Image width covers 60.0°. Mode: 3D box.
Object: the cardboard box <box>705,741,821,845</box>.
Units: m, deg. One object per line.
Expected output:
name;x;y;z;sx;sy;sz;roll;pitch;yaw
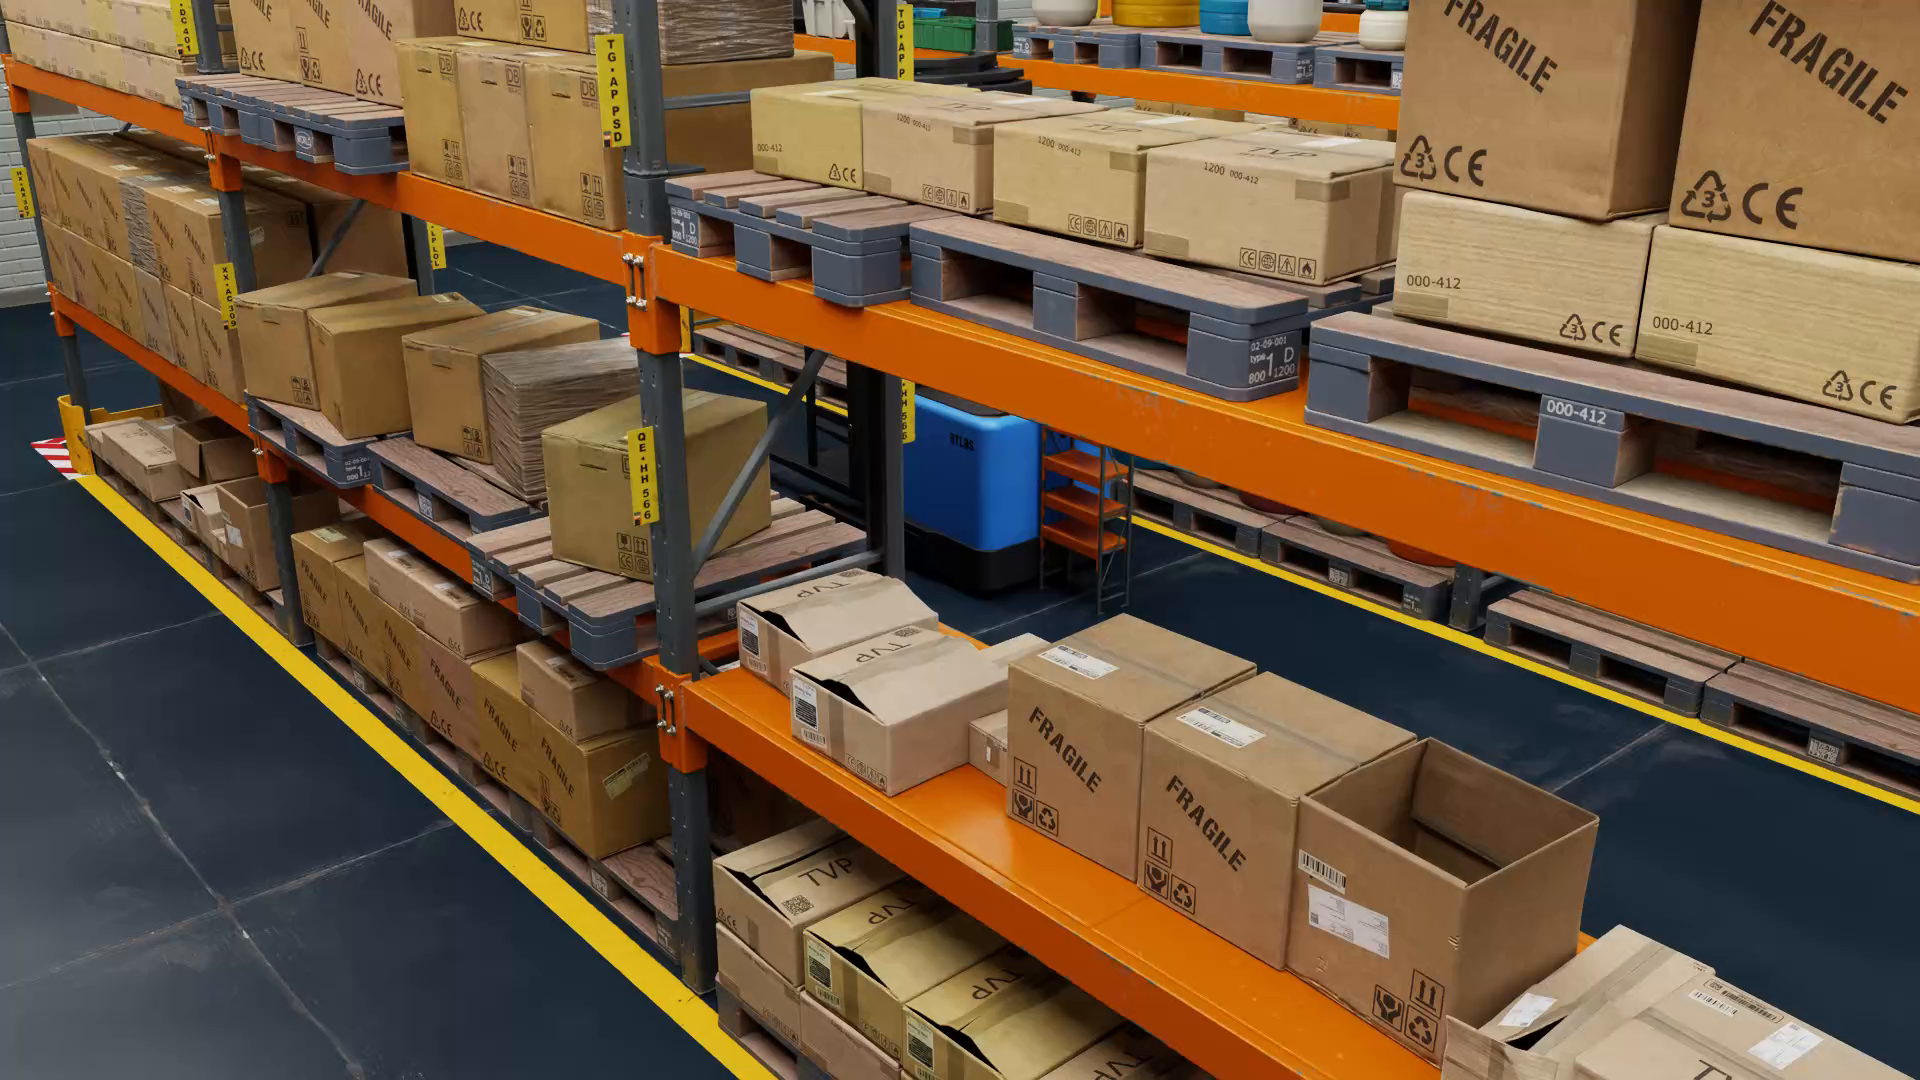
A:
cardboard box;-0.704;0.929;6.824;0.500;0.500;0.500;-16;27;-35

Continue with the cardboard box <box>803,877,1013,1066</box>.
cardboard box;-0.155;1.345;5.363;0.500;0.311;0.500;-18;28;-39

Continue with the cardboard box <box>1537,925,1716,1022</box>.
cardboard box;1.564;1.092;3.927;0.380;0.149;0.250;-17;27;-37

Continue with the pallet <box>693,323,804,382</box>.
pallet;-1.582;-1.690;14.508;1.003;0.211;1.213;-17;27;-37

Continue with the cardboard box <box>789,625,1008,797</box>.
cardboard box;-0.187;0.498;5.221;0.500;0.311;0.500;-18;28;-38

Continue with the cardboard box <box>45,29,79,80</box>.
cardboard box;-5.059;-2.892;9.848;0.500;0.250;0.500;-17;27;-37

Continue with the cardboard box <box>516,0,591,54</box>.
cardboard box;-1.237;-2.008;5.877;0.500;0.500;0.500;-17;27;-37

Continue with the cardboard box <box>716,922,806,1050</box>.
cardboard box;-0.504;1.463;5.831;0.500;0.250;0.500;-18;27;-38

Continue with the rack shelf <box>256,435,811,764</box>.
rack shelf;-1.929;-0.054;7.496;1.077;0.370;4.000;-17;27;-37

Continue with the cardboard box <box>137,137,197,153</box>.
cardboard box;-5.017;-2.362;10.894;0.500;0.500;0.500;-17;27;-36

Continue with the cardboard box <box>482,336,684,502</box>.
cardboard box;-1.573;-0.524;6.996;0.700;0.500;0.500;-12;24;-28

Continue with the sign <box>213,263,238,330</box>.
sign;-3.641;-1.214;8.282;0.100;0.325;0.005;-17;27;-37

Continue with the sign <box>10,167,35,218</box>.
sign;-6.257;-2.321;11.109;0.100;0.325;0.005;-17;27;-37

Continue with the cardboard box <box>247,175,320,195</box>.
cardboard box;-3.666;-1.793;9.442;0.500;0.500;0.500;-19;28;-39

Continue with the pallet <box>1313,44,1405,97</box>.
pallet;2.706;-2.558;9.048;1.003;0.211;1.213;-17;27;-37

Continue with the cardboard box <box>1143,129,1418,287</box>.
cardboard box;0.786;-0.797;3.922;0.500;0.250;0.500;20;29;41

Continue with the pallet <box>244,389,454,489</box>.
pallet;-2.796;-0.606;8.180;1.003;0.211;1.213;-17;27;-37

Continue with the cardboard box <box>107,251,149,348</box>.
cardboard box;-4.765;-1.489;10.035;0.500;0.500;0.500;-17;27;-37

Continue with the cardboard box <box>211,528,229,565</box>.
cardboard box;-4.112;0.002;9.673;0.380;0.149;0.250;-17;27;-37

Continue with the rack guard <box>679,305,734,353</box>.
rack guard;-2.116;-2.065;15.070;1.175;0.500;0.348;-17;27;-37

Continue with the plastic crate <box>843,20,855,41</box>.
plastic crate;-0.598;-3.655;11.950;0.293;0.136;0.466;-17;27;-37

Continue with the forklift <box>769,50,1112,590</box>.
forklift;-0.395;-1.544;10.407;1.130;2.935;3.031;-16;27;-36

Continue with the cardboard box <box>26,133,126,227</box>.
cardboard box;-5.756;-2.374;10.923;0.500;0.500;0.500;-16;27;-36

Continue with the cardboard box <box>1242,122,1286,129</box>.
cardboard box;2.784;-3.851;16.002;0.500;0.250;0.500;-18;28;-38

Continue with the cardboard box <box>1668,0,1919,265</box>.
cardboard box;1.614;-0.783;2.858;0.500;0.500;0.500;-17;27;-37

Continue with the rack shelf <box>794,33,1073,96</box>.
rack shelf;-0.785;-3.734;12.778;1.077;0.370;4.000;-17;27;-37

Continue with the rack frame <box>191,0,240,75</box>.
rack frame;-3.235;-3.735;7.681;1.000;3.000;0.127;-17;27;-37

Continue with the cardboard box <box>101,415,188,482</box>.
cardboard box;-5.379;-0.615;11.109;0.500;0.250;0.500;-17;27;-37

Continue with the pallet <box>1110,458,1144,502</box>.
pallet;0.992;-0.598;11.722;1.003;0.211;1.213;-17;27;-37

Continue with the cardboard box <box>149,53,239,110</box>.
cardboard box;-3.754;-2.340;8.437;0.500;0.250;0.500;-17;27;-37

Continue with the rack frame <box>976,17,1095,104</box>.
rack frame;0.520;-2.120;11.783;1.000;3.000;0.127;-17;27;-37

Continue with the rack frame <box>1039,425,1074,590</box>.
rack frame;0.560;-0.298;9.598;0.240;1.200;0.015;-16;27;-36

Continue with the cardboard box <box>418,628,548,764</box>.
cardboard box;-2.097;0.633;7.578;0.500;0.500;0.500;-19;28;-39

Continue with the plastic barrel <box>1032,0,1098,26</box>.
plastic barrel;0.674;-3.570;10.611;0.433;0.535;0.433;0;21;0

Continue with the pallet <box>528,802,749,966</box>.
pallet;-1.082;1.247;7.012;1.003;0.211;1.213;-17;27;-37

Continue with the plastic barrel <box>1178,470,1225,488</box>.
plastic barrel;1.625;-0.630;10.814;0.421;0.512;0.421;0;21;0

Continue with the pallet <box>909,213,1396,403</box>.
pallet;0.619;-0.671;4.230;1.003;0.211;1.213;-16;26;-35

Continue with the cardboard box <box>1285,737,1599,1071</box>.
cardboard box;1.154;0.860;4.037;0.500;0.500;0.500;-15;26;-34

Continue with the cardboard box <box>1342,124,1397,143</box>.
cardboard box;3.770;-3.780;14.792;0.500;0.500;0.500;-16;27;-36

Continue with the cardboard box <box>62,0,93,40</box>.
cardboard box;-4.732;-2.987;9.405;0.500;0.250;0.500;-17;27;-37

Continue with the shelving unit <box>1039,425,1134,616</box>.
shelving unit;0.713;-0.228;9.421;0.258;1.200;0.503;-16;27;-36

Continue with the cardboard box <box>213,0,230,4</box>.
cardboard box;-3.581;-2.976;8.348;0.700;0.500;0.500;-17;27;-37

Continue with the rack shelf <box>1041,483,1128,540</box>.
rack shelf;0.713;-0.166;9.446;0.258;0.148;0.480;-16;27;-36

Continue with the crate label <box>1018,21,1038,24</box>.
crate label;0.420;-3.598;11.805;0.293;0.136;0.466;-17;27;-37

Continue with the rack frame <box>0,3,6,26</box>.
rack frame;-5.846;-4.840;10.503;1.000;3.000;0.127;-17;27;-37

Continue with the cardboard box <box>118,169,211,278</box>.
cardboard box;-4.426;-1.812;9.489;0.500;0.500;0.500;-17;27;-37

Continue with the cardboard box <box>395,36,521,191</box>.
cardboard box;-1.606;-1.677;6.402;0.910;0.500;0.500;-17;27;-37

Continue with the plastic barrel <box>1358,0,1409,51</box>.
plastic barrel;2.320;-2.804;9.031;0.301;0.262;0.301;0;21;0

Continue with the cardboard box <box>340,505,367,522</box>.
cardboard box;-3.345;-0.062;9.613;0.500;0.311;0.500;-17;27;-37
